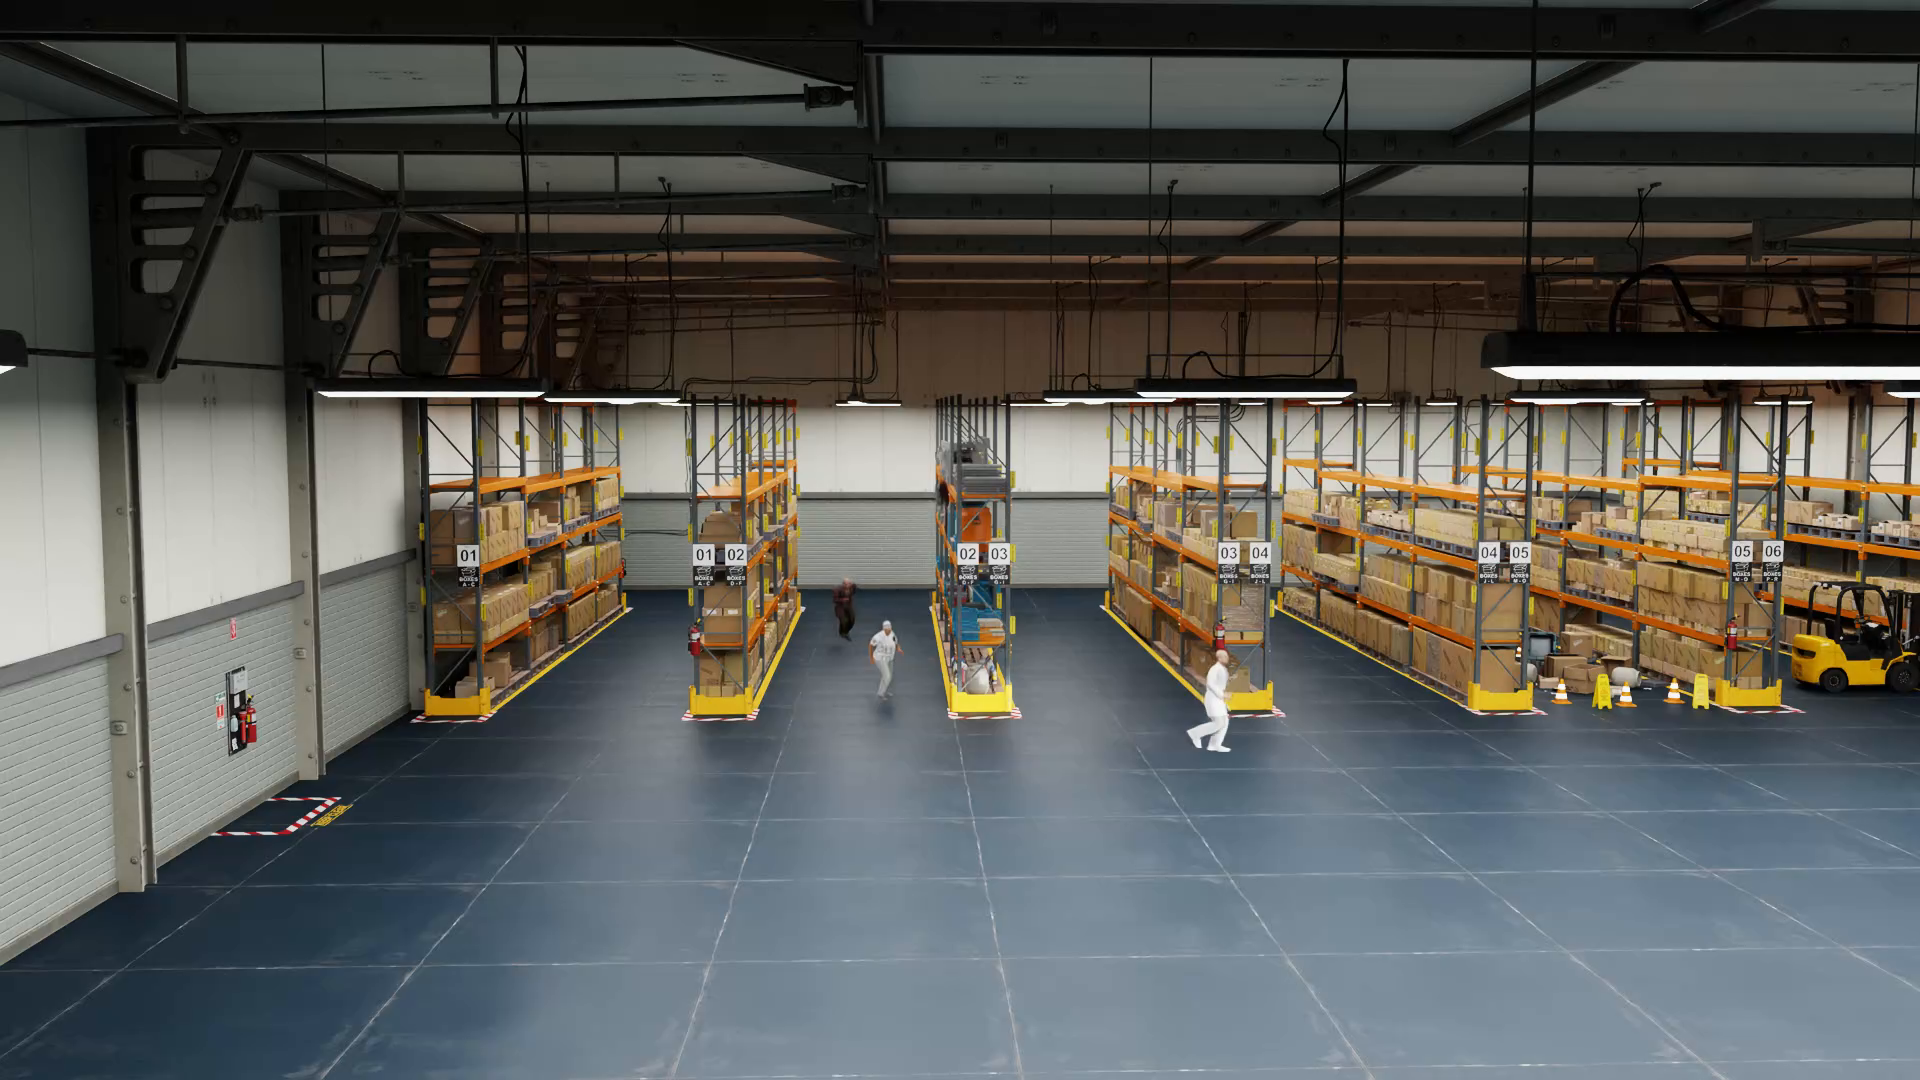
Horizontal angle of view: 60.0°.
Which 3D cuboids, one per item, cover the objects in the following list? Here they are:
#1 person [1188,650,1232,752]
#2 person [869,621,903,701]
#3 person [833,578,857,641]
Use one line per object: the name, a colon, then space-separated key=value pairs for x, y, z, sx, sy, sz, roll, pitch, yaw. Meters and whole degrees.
person: x=4.202 y=2.686 z=27.807 sx=0.747 sy=1.729 sz=0.713 roll=2 pitch=5 yaw=22
person: x=-1.438 y=2.387 z=32.810 sx=0.774 sy=1.634 sz=0.636 roll=3 pitch=6 yaw=36
person: x=-2.711 y=1.648 z=39.409 sx=0.729 sy=1.582 sz=1.038 roll=-2 pitch=5 yaw=-26
